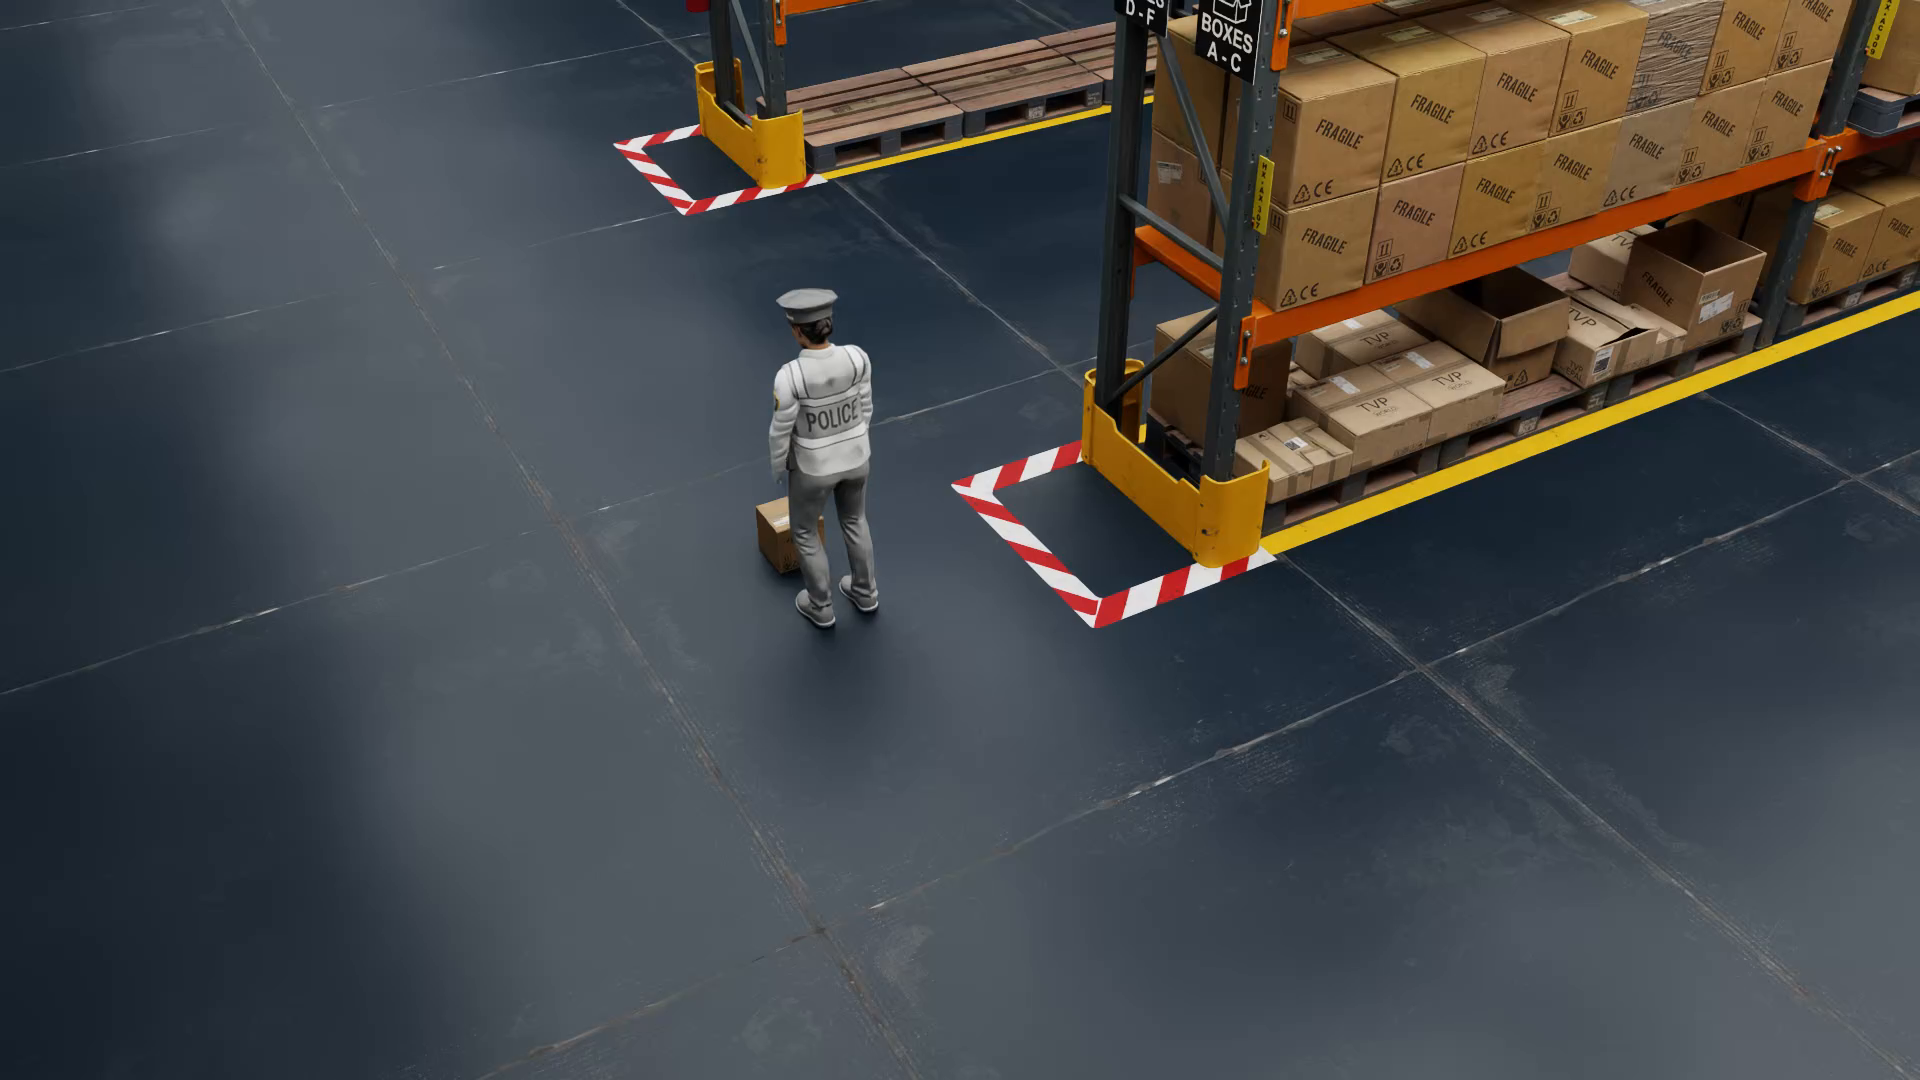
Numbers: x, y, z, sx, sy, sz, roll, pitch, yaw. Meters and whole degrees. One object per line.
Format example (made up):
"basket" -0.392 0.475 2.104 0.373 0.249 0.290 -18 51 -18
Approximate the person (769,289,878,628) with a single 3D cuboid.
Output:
"person" -0.607 -0.338 7.339 0.482 1.654 0.366 -18 41 -23
